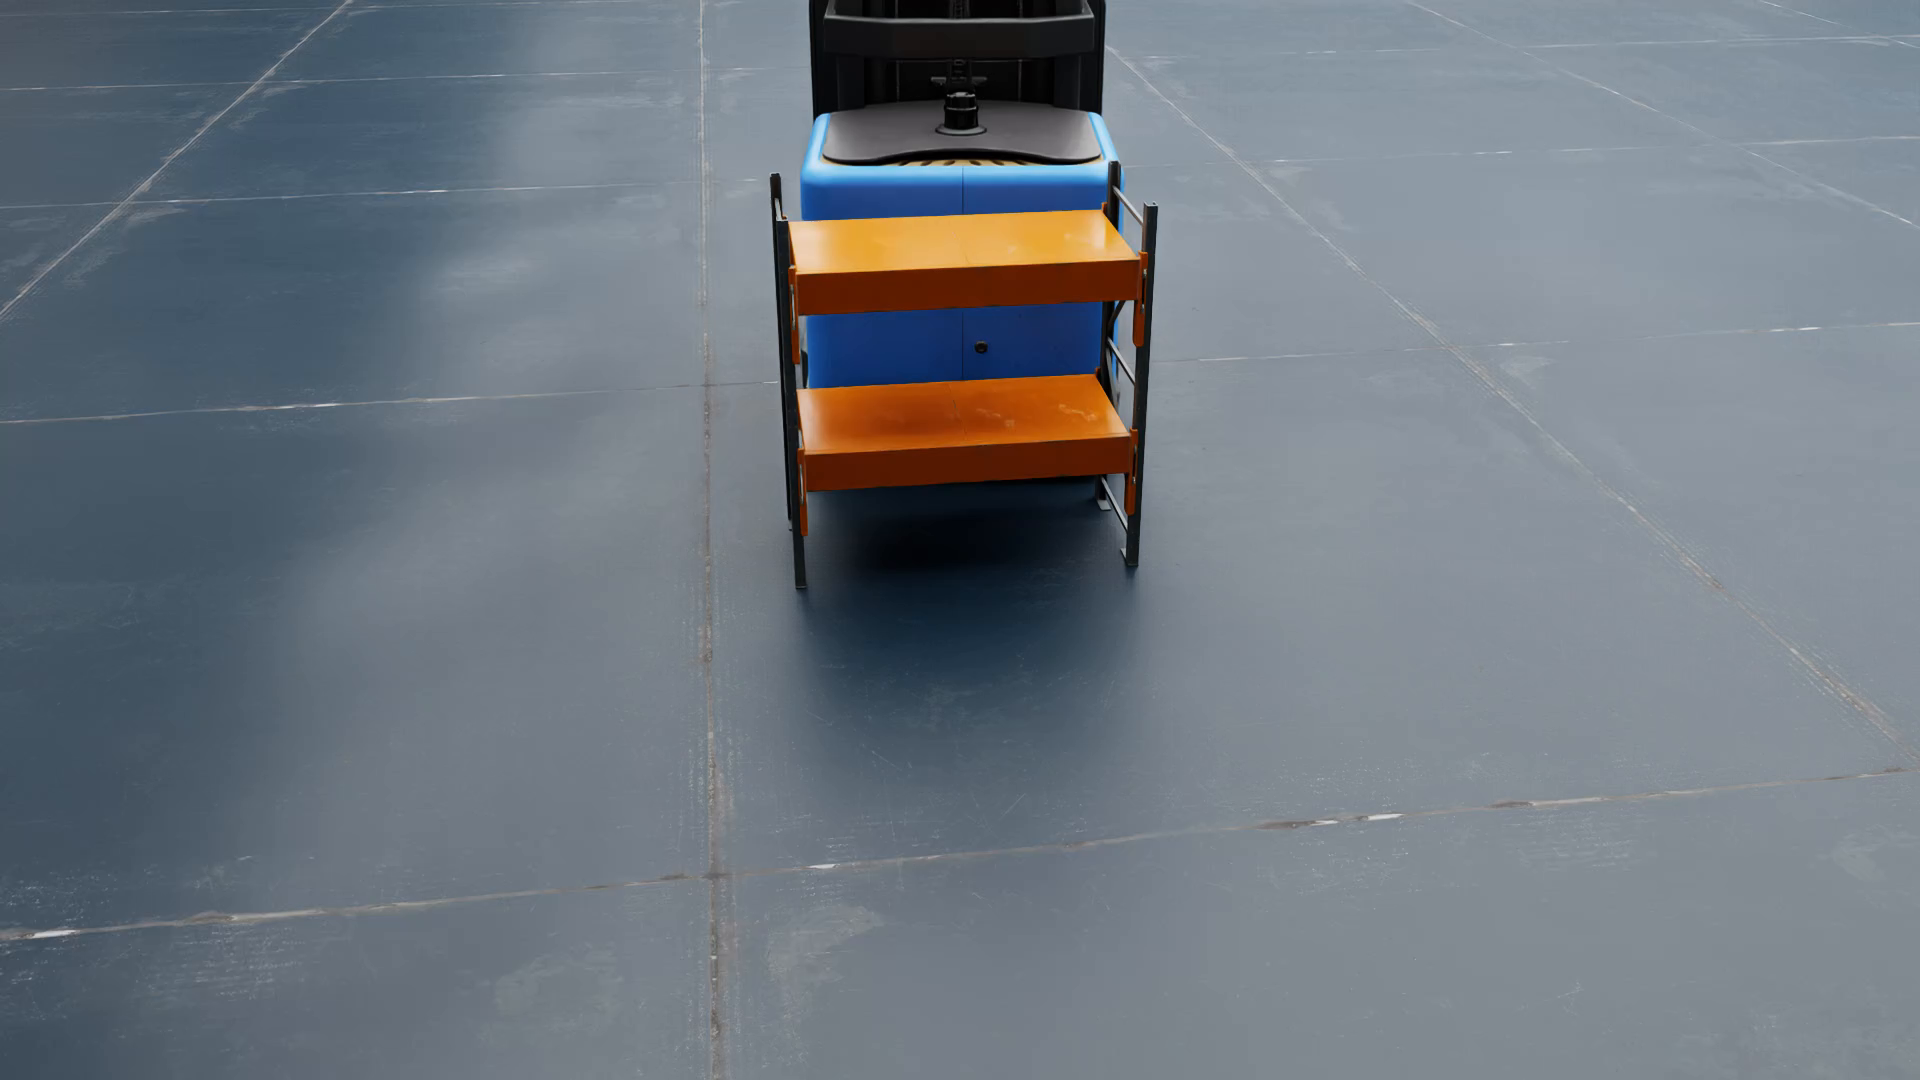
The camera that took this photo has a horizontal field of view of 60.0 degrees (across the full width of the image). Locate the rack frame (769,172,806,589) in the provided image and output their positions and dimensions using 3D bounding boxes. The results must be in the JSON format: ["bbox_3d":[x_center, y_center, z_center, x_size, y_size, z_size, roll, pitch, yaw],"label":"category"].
[{"bbox_3d":[-0.510,-0.468,4.929,0.032,1.125,0.500,-4,27,-7],"label":"rack frame"}]

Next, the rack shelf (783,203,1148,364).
[{"bbox_3d":[-0.007,-0.760,4.859,1.000,0.278,0.538,-4,27,-7],"label":"rack shelf"}]

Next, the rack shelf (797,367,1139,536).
[{"bbox_3d":[-0.007,-0.282,5.104,1.000,0.278,0.538,-4,27,-7],"label":"rack shelf"}]

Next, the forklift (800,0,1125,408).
[{"bbox_3d":[-0.014,-2.170,6.269,1.130,2.935,3.031,0,27,-1],"label":"forklift"}]

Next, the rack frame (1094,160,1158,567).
[{"bbox_3d":[0.497,-0.532,5.055,0.032,1.125,0.500,-4,27,-7],"label":"rack frame"}]

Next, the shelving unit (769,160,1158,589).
[{"bbox_3d":[-0.007,-0.500,4.992,1.048,1.125,0.538,-4,27,-7],"label":"shelving unit"}]
